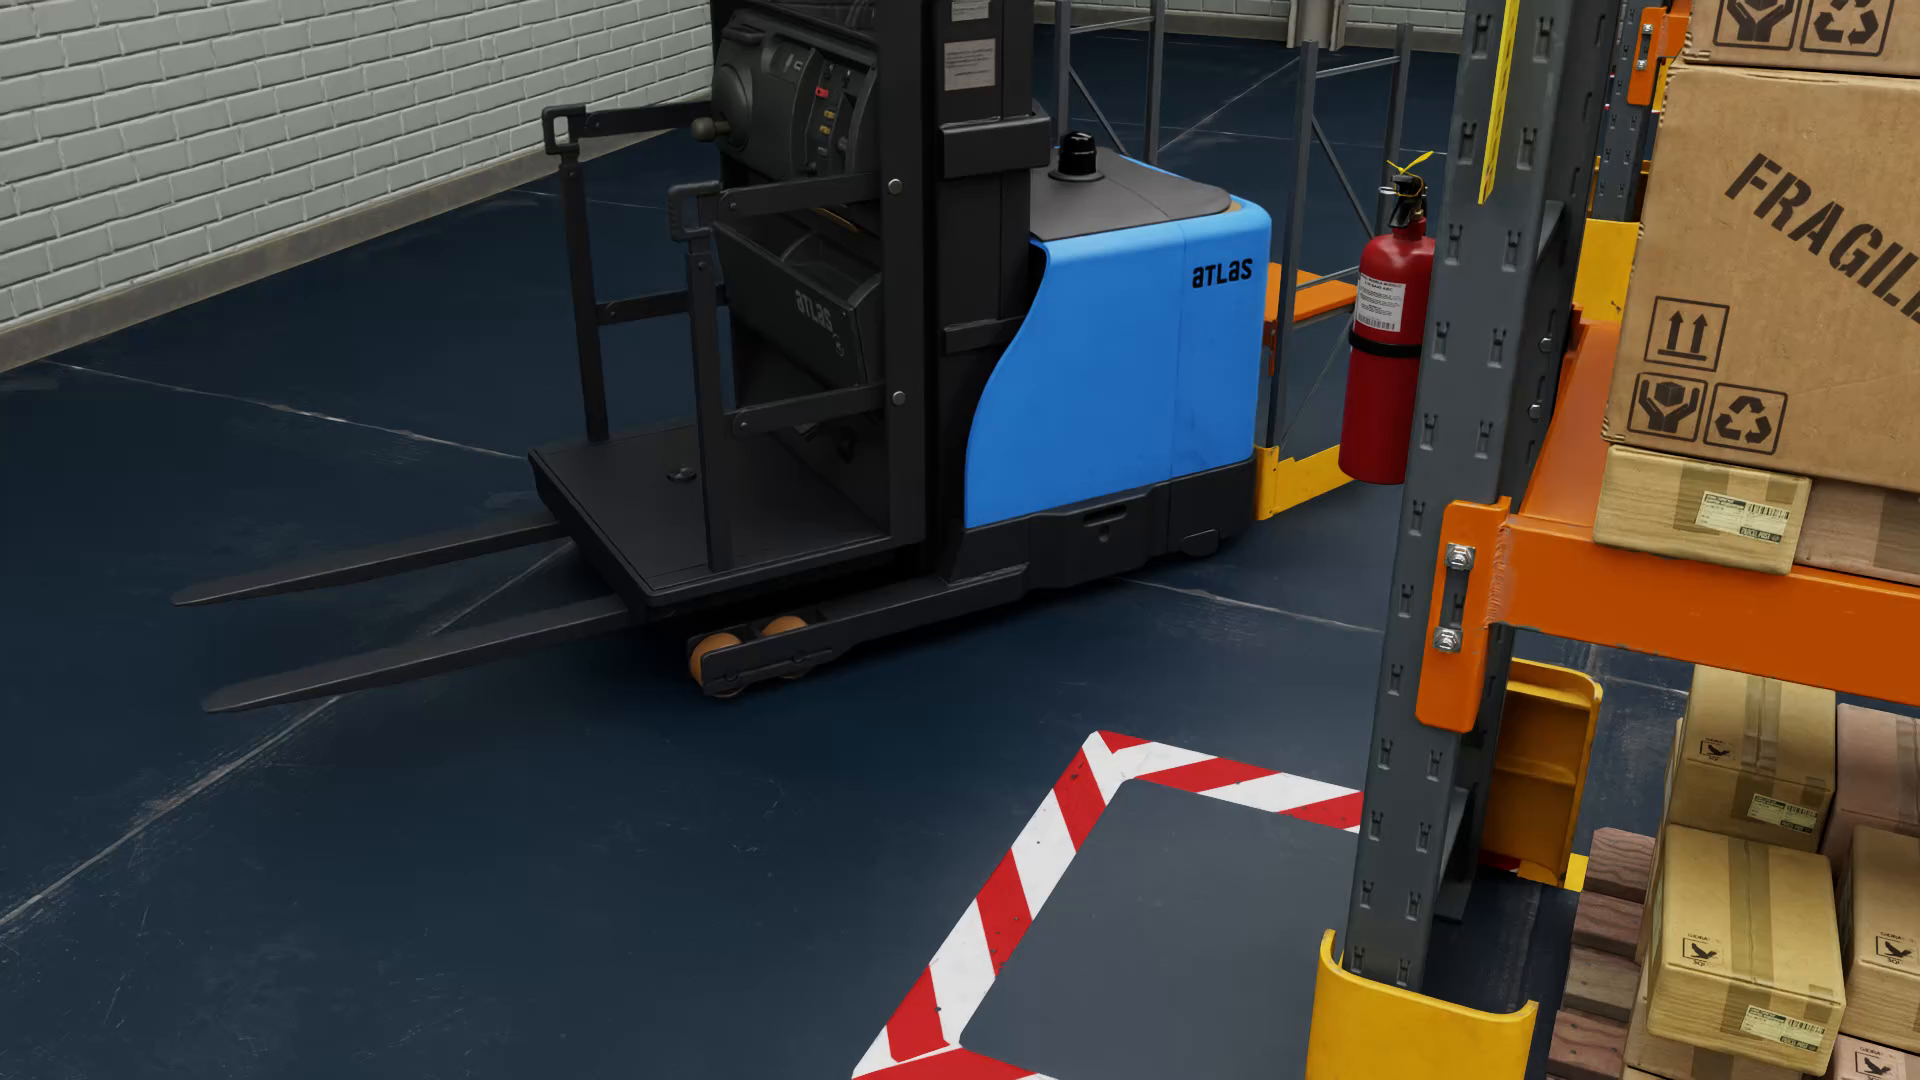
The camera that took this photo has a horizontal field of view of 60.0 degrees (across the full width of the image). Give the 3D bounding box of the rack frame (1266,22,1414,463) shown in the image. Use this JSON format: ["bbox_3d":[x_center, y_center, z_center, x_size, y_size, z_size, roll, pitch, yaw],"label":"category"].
[{"bbox_3d":[1.176,-0.825,5.227,0.500,1.500,0.032,-21,33,-36],"label":"rack frame"}]

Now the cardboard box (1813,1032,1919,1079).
[{"bbox_3d":[1.498,0.811,2.622,0.250,0.149,0.380,11,28,22],"label":"cardboard box"}]

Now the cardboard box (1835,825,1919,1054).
[{"bbox_3d":[1.538,0.640,2.632,0.250,0.149,0.380,12,29,23],"label":"cardboard box"}]

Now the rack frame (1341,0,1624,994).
[{"bbox_3d":[0.901,-0.418,2.702,0.127,3.000,1.000,11,28,22],"label":"rack frame"}]

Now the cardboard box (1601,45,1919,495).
[{"bbox_3d":[1.196,-0.403,2.222,0.500,0.500,0.500,13,29,24],"label":"cardboard box"}]

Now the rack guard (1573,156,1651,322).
[{"bbox_3d":[2.836,-1.309,7.344,0.348,0.500,1.175,11,28,22],"label":"rack guard"}]

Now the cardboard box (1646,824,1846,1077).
[{"bbox_3d":[1.238,0.638,2.636,0.250,0.149,0.380,10,28,19],"label":"cardboard box"}]

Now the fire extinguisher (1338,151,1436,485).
[{"bbox_3d":[0.863,-0.447,3.272,0.183,0.674,0.296,11,28,22],"label":"fire extinguisher"}]

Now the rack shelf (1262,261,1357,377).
[{"bbox_3d":[0.843,-0.833,5.652,0.538,0.185,1.000,-21,33,-36],"label":"rack shelf"}]

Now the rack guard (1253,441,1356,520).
[{"bbox_3d":[1.163,-0.271,5.517,0.587,0.250,0.087,-21,33,-36],"label":"rack guard"}]

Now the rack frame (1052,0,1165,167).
[{"bbox_3d":[0.511,-1.164,5.917,0.500,1.500,0.032,-21,33,-36],"label":"rack frame"}]

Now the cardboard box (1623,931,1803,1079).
[{"bbox_3d":[1.272,0.738,2.769,0.250,0.149,0.380,13,29,24],"label":"cardboard box"}]

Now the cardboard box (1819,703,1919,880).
[{"bbox_3d":[1.693,0.470,2.978,0.250,0.149,0.380,12,29,23],"label":"cardboard box"}]

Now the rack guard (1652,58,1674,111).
[{"bbox_3d":[4.979,-3.288,11.362,0.348,0.500,1.175,11,28,22],"label":"rack guard"}]

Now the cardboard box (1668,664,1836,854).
[{"bbox_3d":[1.488,0.401,3.118,0.250,0.149,0.380,12,29,22],"label":"cardboard box"}]

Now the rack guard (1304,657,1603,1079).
[{"bbox_3d":[0.970,0.718,3.226,0.348,0.500,1.175,11,28,22],"label":"rack guard"}]

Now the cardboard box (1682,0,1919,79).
[{"bbox_3d":[1.200,-0.856,2.010,0.500,0.500,0.500,11,28,21],"label":"cardboard box"}]

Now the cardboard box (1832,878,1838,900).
[{"bbox_3d":[1.715,0.591,3.070,0.250,0.149,0.380,11,28,21],"label":"cardboard box"}]

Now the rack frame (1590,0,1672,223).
[{"bbox_3d":[2.858,-2.427,6.783,0.127,3.000,1.000,11,28,22],"label":"rack frame"}]

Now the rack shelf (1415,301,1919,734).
[{"bbox_3d":[2.722,0.271,2.119,4.000,0.370,1.077,11,28,22],"label":"rack shelf"}]

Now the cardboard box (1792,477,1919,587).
[{"bbox_3d":[1.309,-0.084,2.309,0.250,0.149,0.380,12,29,24],"label":"cardboard box"}]

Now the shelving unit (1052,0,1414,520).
[{"bbox_3d":[0.837,-0.998,5.578,0.587,1.500,1.083,-21,33,-36],"label":"shelving unit"}]

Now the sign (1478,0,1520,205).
[{"bbox_3d":[0.677,-0.588,2.068,0.005,0.325,0.100,11,28,22],"label":"sign"}]

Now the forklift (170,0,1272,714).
[{"bbox_3d":[-0.626,-1.165,4.297,3.031,2.935,1.130,-14,29,-26],"label":"forklift"}]

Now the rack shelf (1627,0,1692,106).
[{"bbox_3d":[4.679,-1.738,6.199,4.000,0.370,1.077,11,28,22],"label":"rack shelf"}]

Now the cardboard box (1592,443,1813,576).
[{"bbox_3d":[1.060,-0.114,2.370,0.250,0.149,0.380,11,28,21],"label":"cardboard box"}]

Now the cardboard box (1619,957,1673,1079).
[{"bbox_3d":[1.246,0.897,2.783,0.250,0.149,0.380,12,29,23],"label":"cardboard box"}]

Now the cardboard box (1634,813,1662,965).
[{"bbox_3d":[1.467,0.685,3.214,0.250,0.149,0.380,12,29,23],"label":"cardboard box"}]

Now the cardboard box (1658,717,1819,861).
[{"bbox_3d":[1.500,0.521,3.211,0.250,0.149,0.380,11,28,20],"label":"cardboard box"}]

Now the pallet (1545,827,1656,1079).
[{"bbox_3d":[1.695,1.010,2.960,1.213,0.211,1.003,11,28,22],"label":"pallet"}]

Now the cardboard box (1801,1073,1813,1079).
[{"bbox_3d":[1.518,0.912,2.753,0.250,0.149,0.380,11,28,22],"label":"cardboard box"}]

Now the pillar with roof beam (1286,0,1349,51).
[{"bbox_3d":[1.046,-6.239,7.734,0.400,9.000,9.100,11,28,22],"label":"pillar with roof beam"}]
